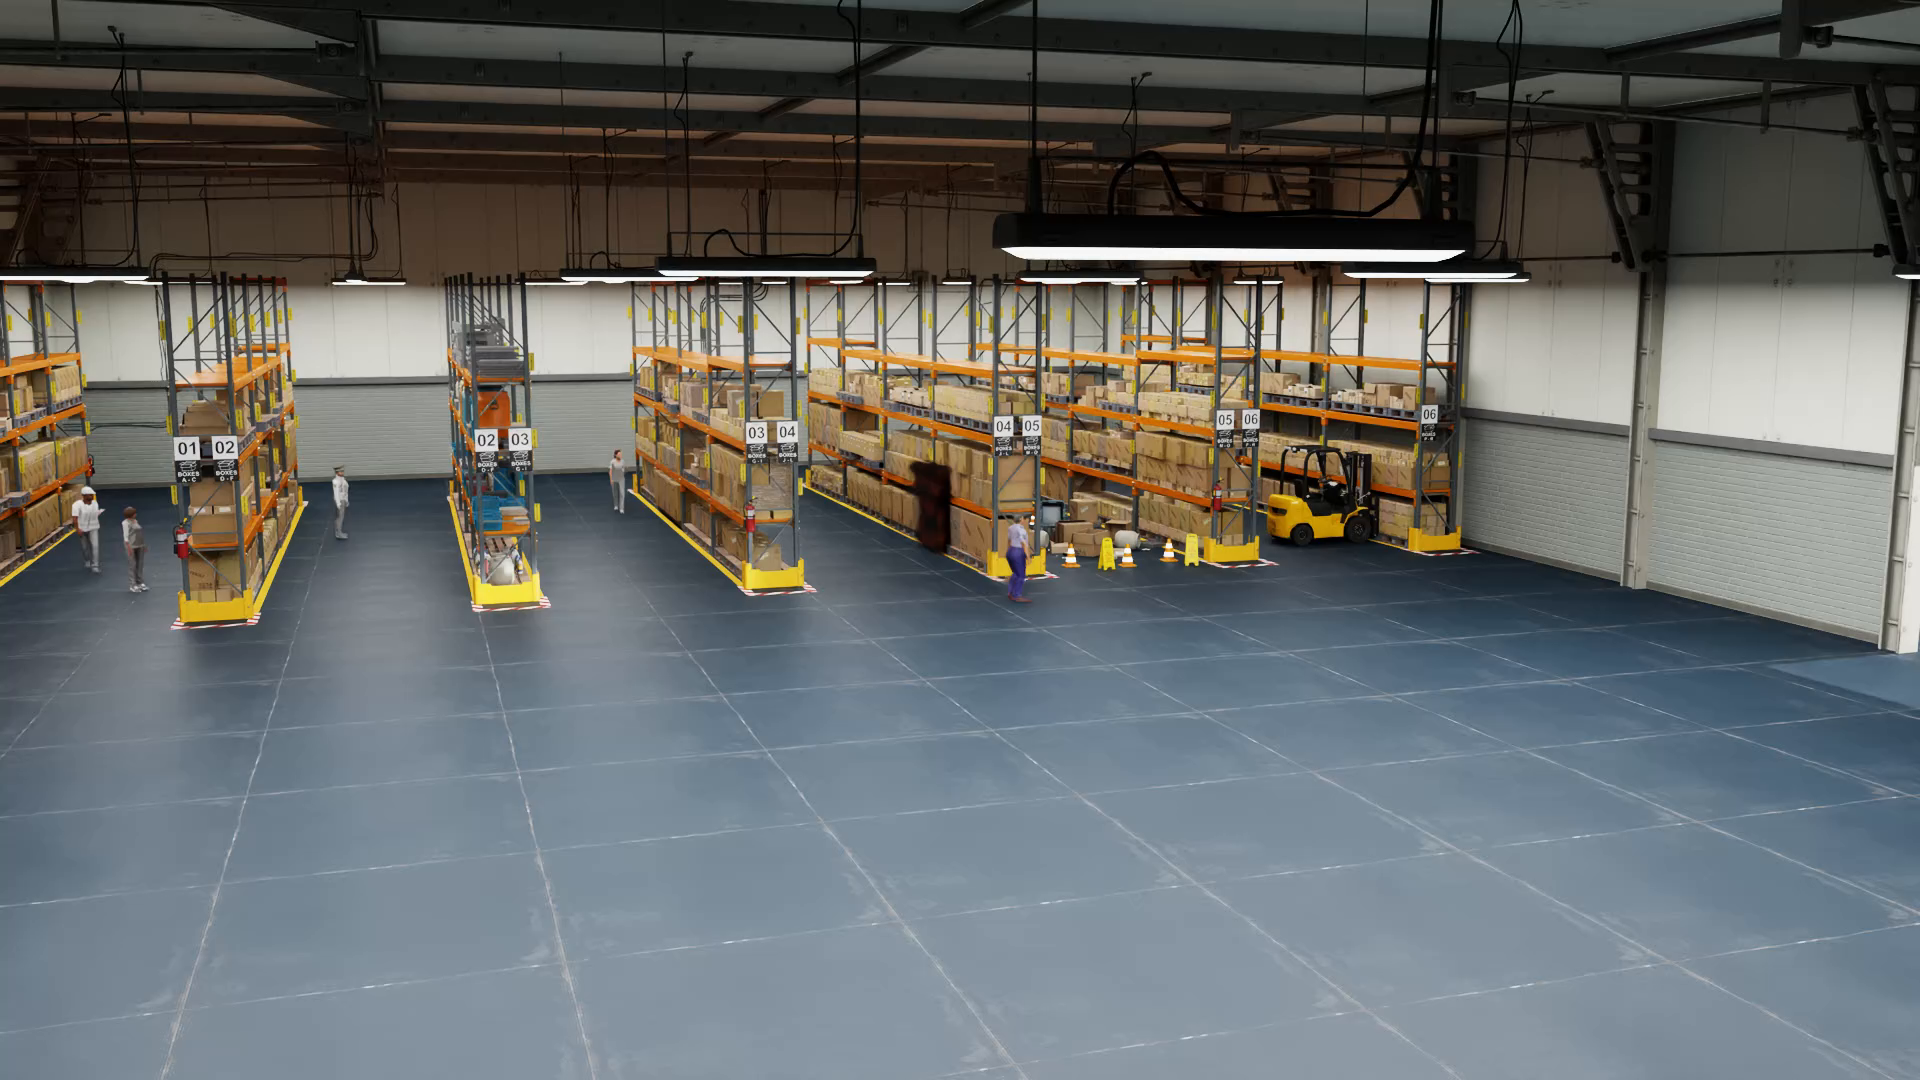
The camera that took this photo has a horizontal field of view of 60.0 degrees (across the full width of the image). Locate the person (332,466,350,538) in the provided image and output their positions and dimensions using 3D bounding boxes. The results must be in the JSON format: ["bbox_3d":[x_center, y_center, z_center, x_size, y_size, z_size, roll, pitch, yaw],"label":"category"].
[{"bbox_3d":[-14.307,-0.878,38.483,0.392,1.709,0.494,-2,9,-16],"label":"person"}]

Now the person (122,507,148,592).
[{"bbox_3d":[-15.740,0.168,31.771,0.395,1.620,0.447,3,9,18],"label":"person"}]

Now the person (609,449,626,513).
[{"bbox_3d":[-8.790,-1.521,42.690,0.426,1.630,0.974,-2,9,-13],"label":"person"}]

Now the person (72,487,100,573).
[{"bbox_3d":[-17.731,-0.214,33.756,0.483,1.728,0.986,-4,9,-24],"label":"person"}]

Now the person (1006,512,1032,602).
[{"bbox_3d":[1.073,0.354,30.636,0.367,1.702,0.573,-5,10,-28],"label":"person"}]
